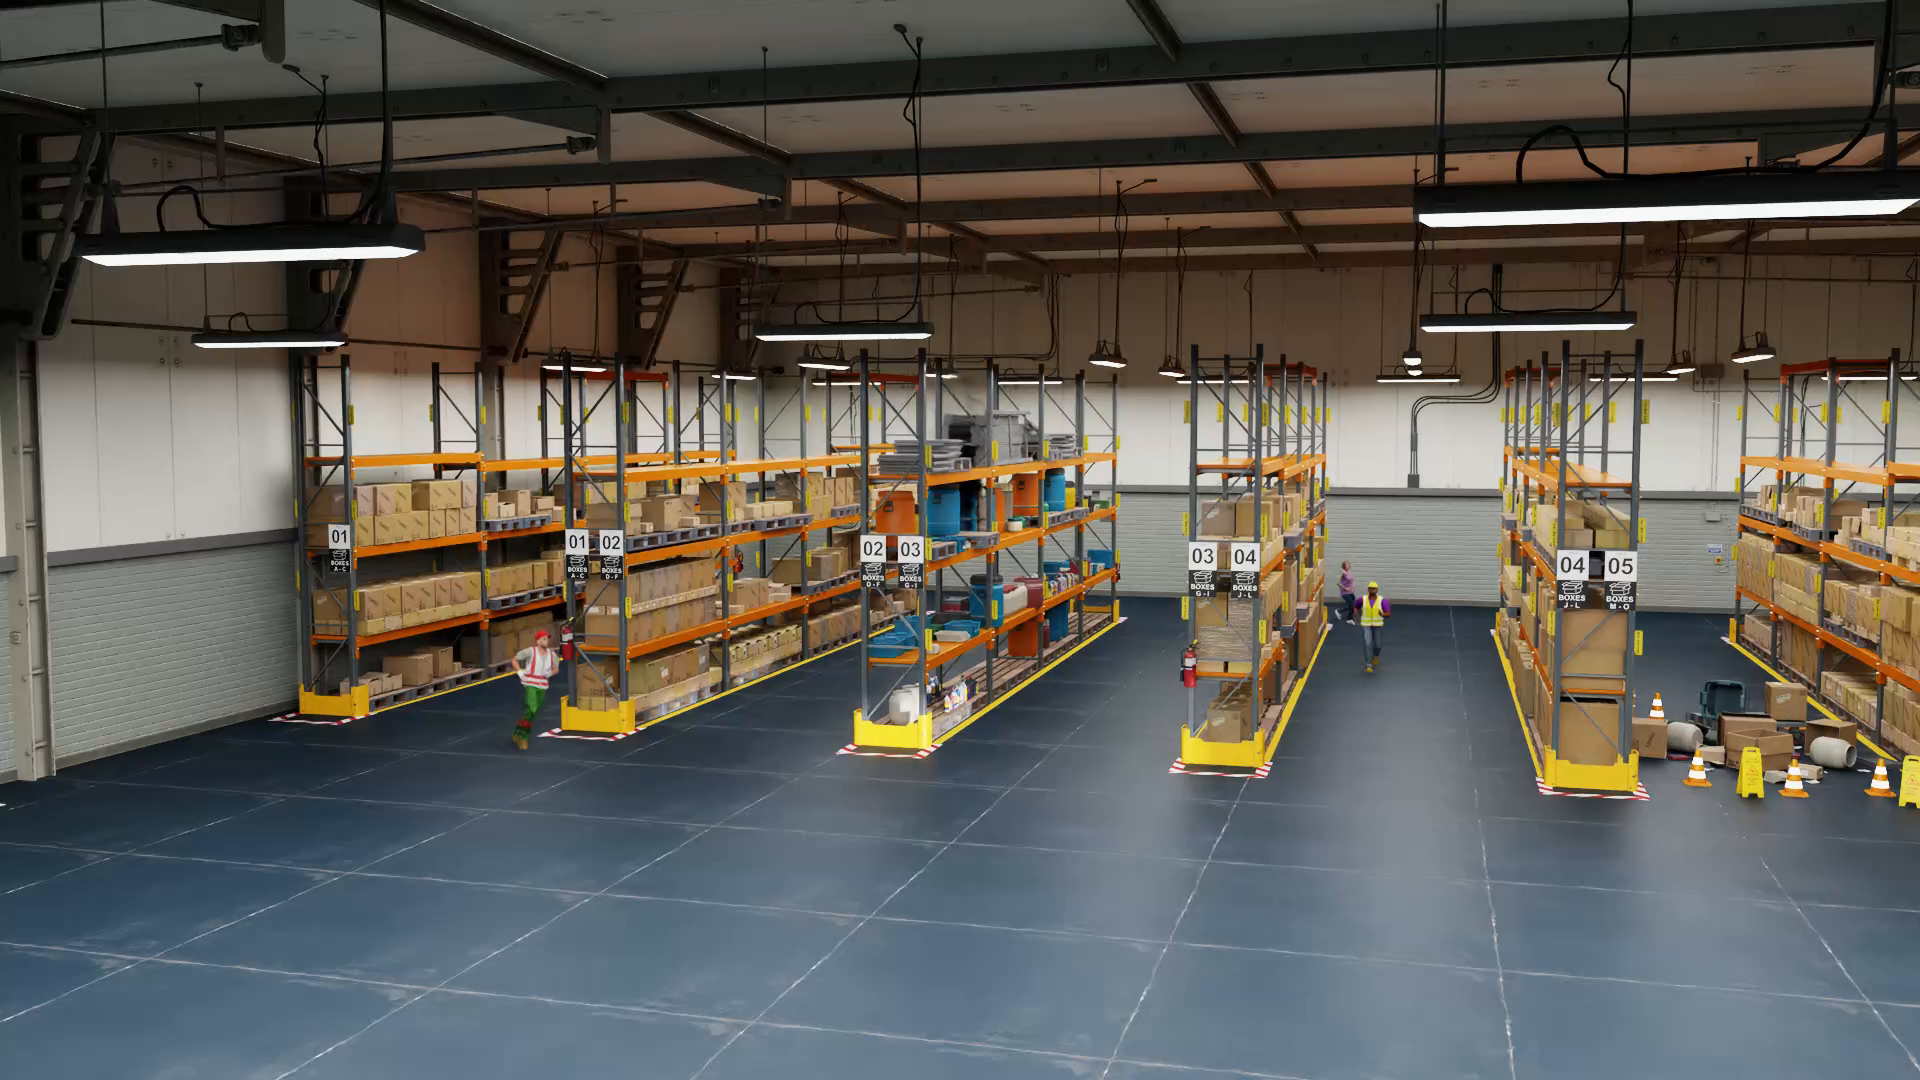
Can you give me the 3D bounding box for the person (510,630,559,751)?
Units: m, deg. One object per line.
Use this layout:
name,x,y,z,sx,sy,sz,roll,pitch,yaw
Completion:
person,-6.432,2.253,25.196,0.721,1.795,0.673,-4,6,-43

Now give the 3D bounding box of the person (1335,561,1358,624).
person,9.260,1.262,39.934,0.525,1.533,0.544,4,6,41

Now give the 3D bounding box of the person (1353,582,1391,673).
person,8.025,1.682,32.393,0.709,1.745,0.972,1,4,12
